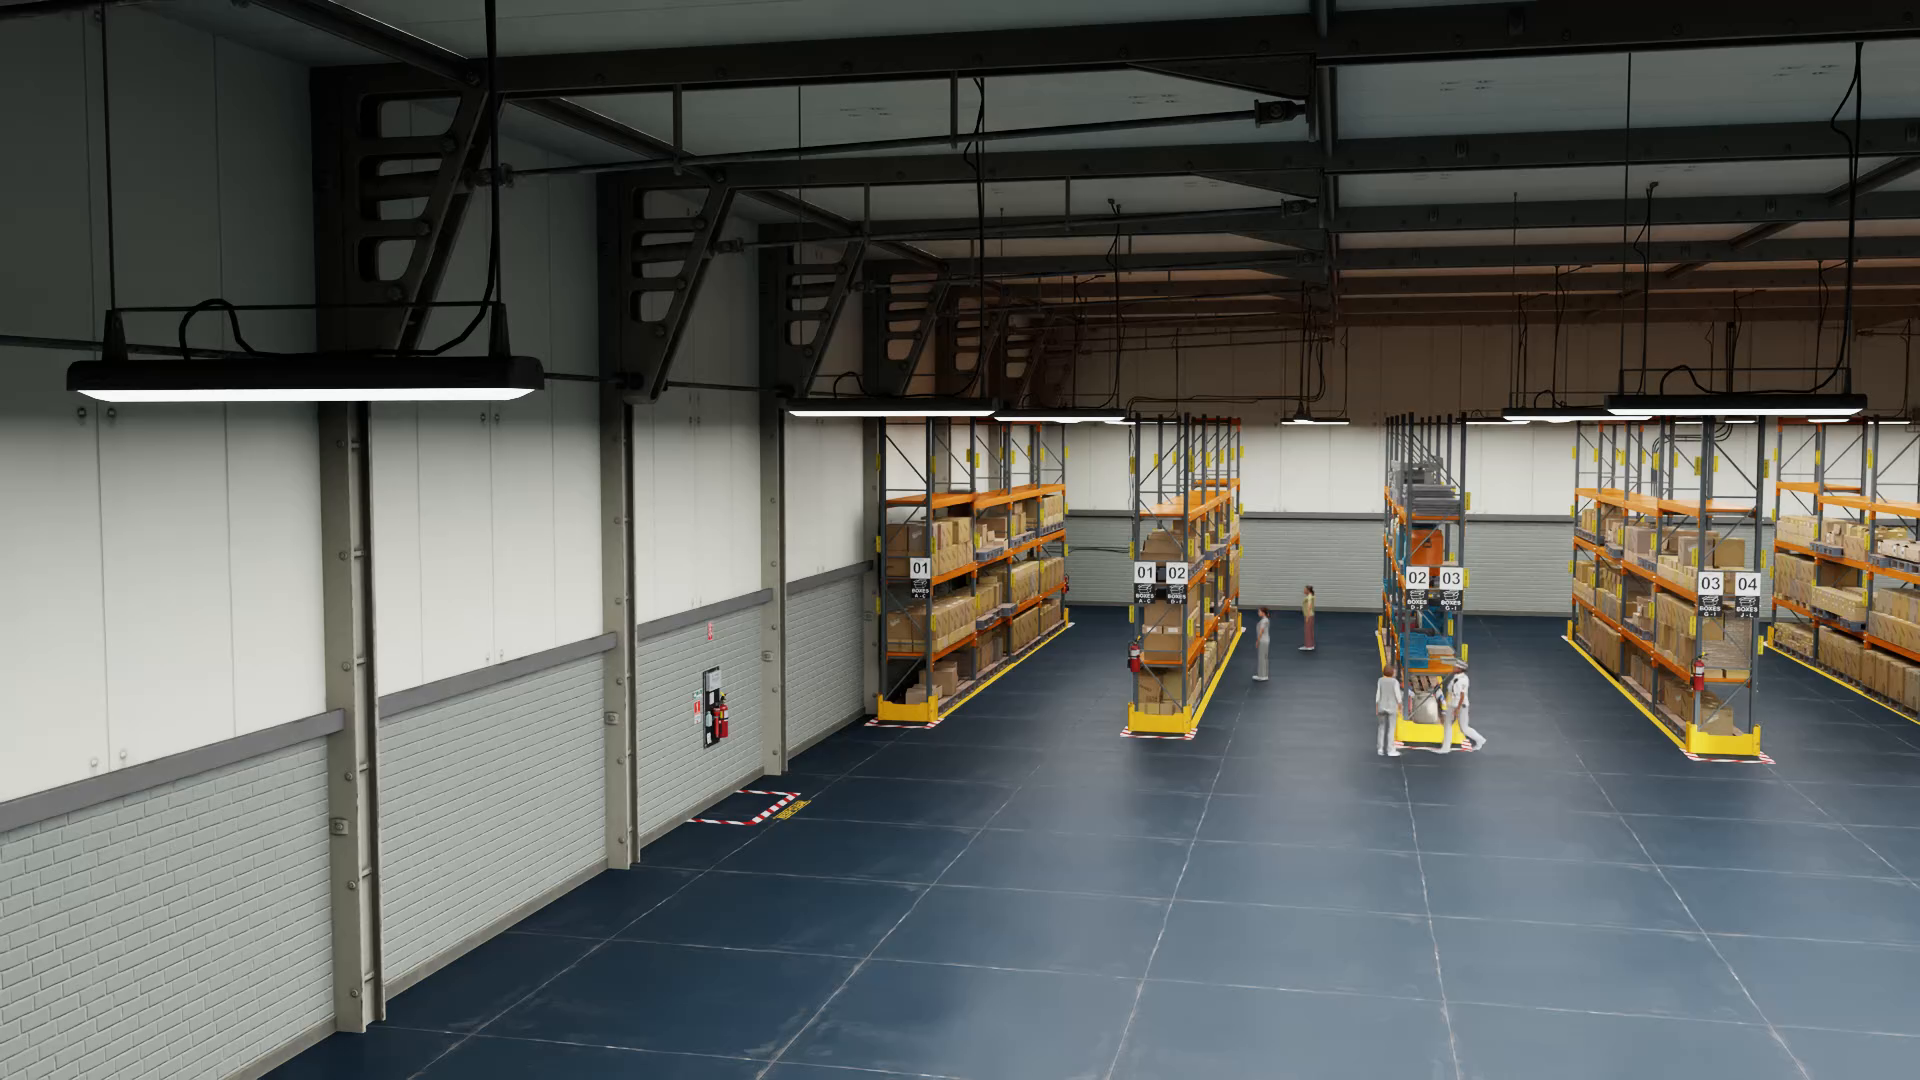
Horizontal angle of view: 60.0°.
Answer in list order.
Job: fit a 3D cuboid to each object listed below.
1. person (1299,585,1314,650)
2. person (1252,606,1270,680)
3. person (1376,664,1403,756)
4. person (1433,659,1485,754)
[{"bbox_3d":[8.935,1.988,42.776,0.370,1.683,0.521,1,4,18],"label":"person"},{"bbox_3d":[6.819,2.333,37.624,0.384,1.683,0.453,2,4,22],"label":"person"},{"bbox_3d":[7.487,2.988,28.989,0.467,1.654,0.349,3,5,38],"label":"person"},{"bbox_3d":[8.741,2.912,29.126,0.848,1.664,0.421,-1,4,-17],"label":"person"}]
